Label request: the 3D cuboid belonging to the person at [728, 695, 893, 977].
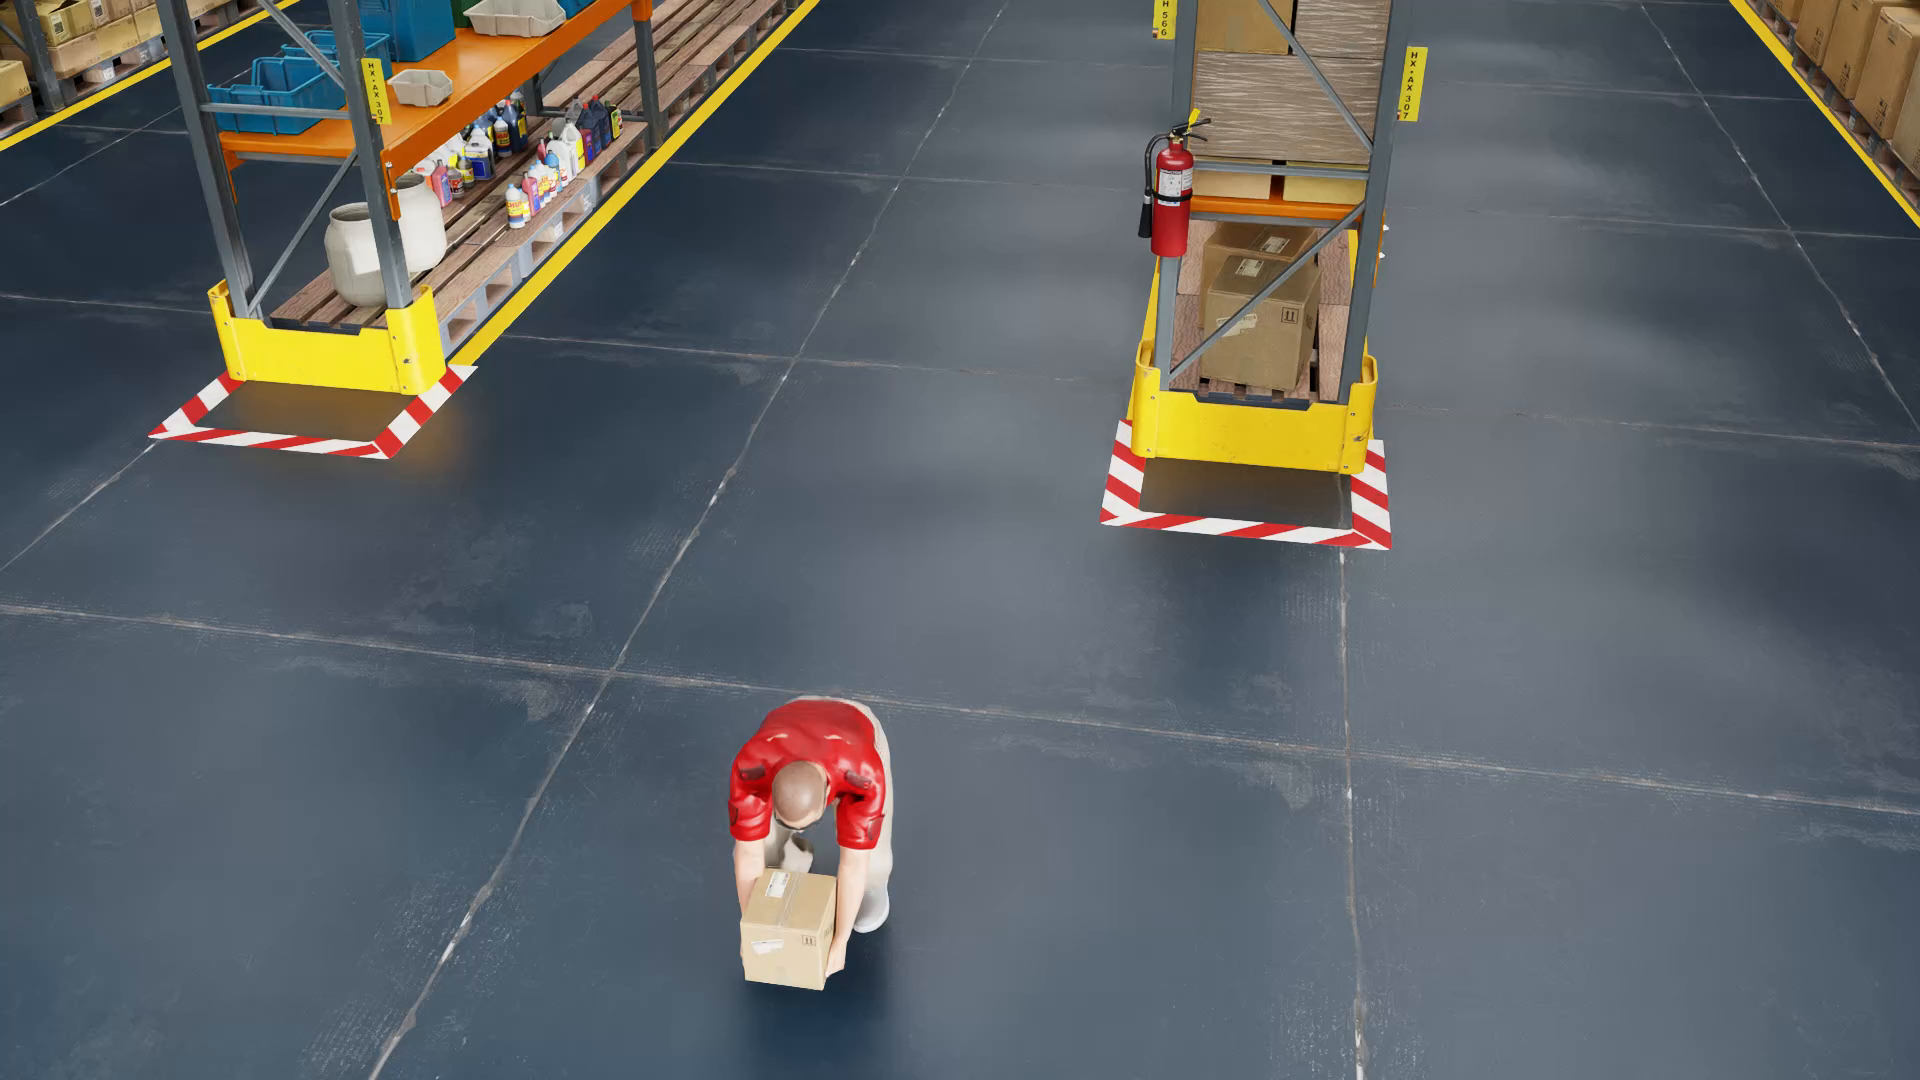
[{"bbox_3d":[-0.475,0.904,5.426,0.532,0.983,0.894,4,32,7],"label":"person"}]
